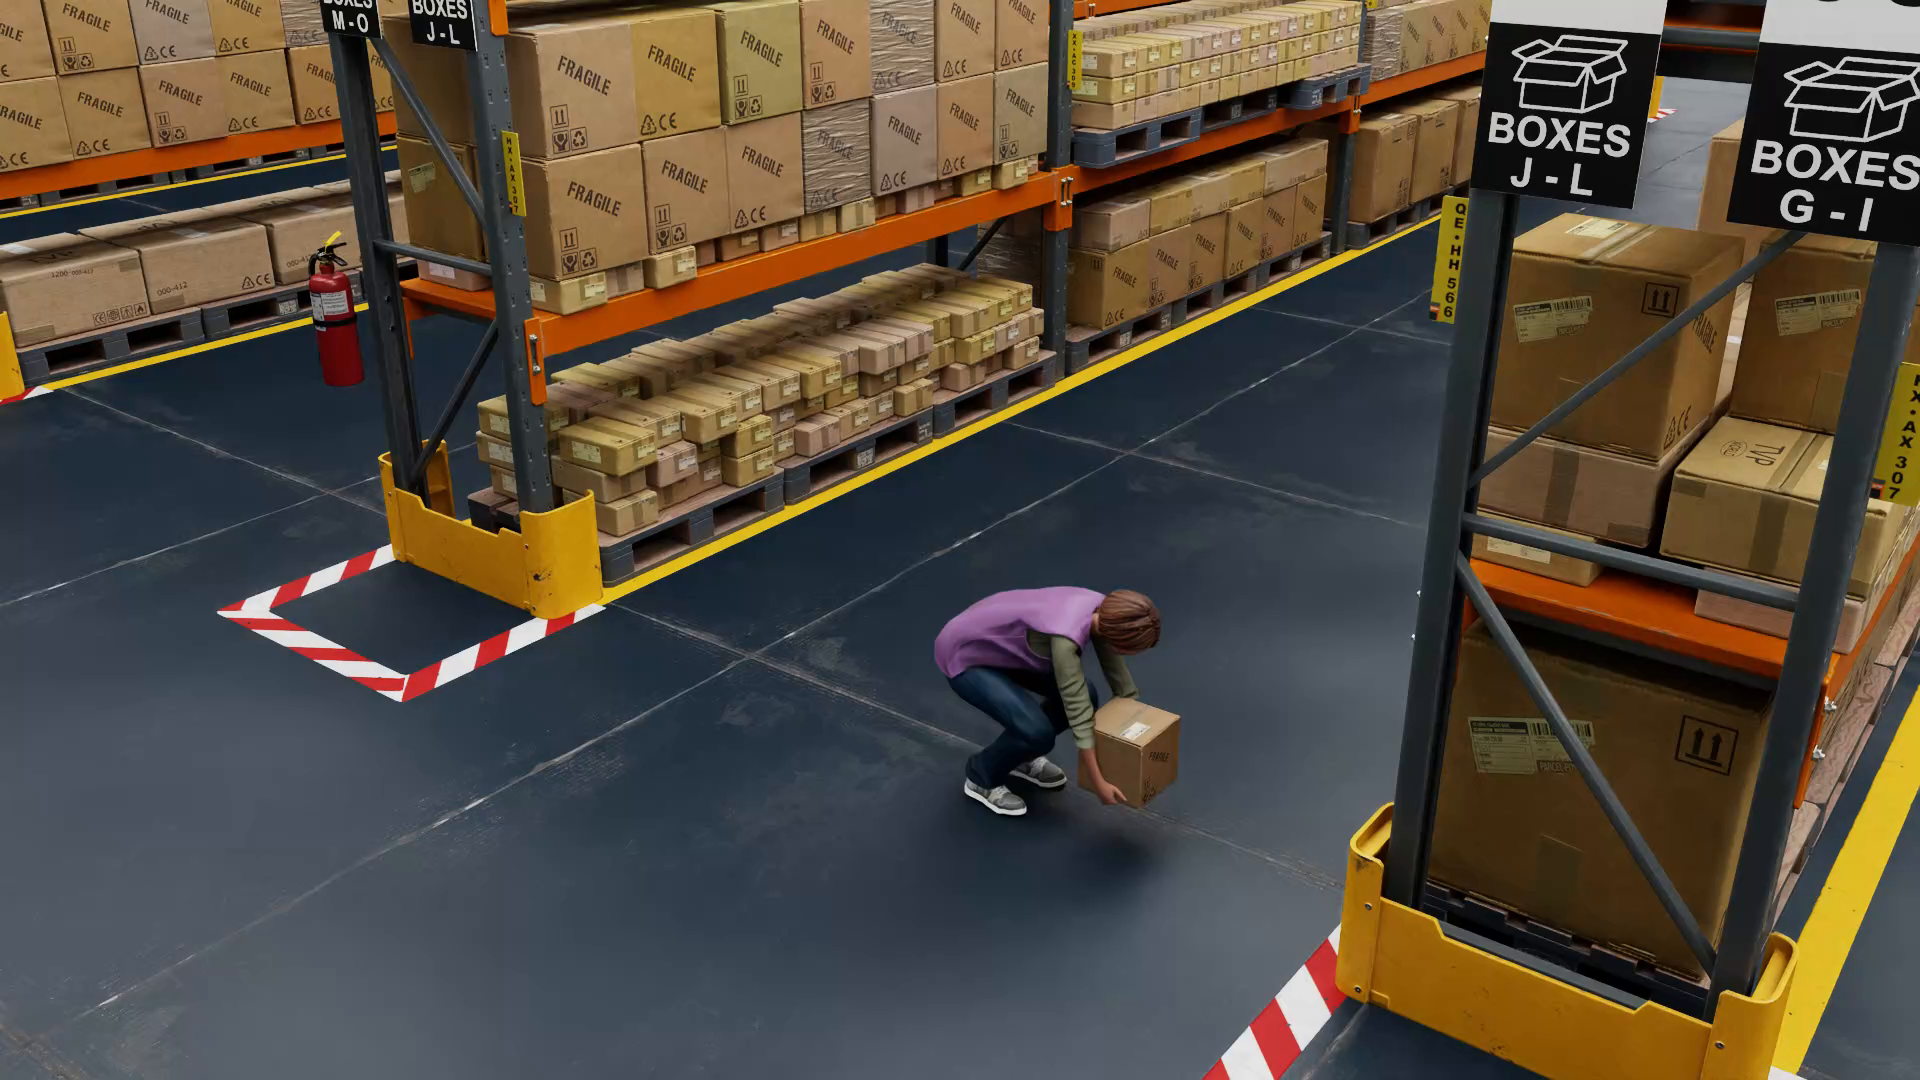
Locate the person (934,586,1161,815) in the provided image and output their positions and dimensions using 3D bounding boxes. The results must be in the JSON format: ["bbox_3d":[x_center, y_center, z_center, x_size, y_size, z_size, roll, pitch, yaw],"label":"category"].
[{"bbox_3d":[0.301,0.531,5.786,0.839,0.895,0.425,16,28,32],"label":"person"}]
